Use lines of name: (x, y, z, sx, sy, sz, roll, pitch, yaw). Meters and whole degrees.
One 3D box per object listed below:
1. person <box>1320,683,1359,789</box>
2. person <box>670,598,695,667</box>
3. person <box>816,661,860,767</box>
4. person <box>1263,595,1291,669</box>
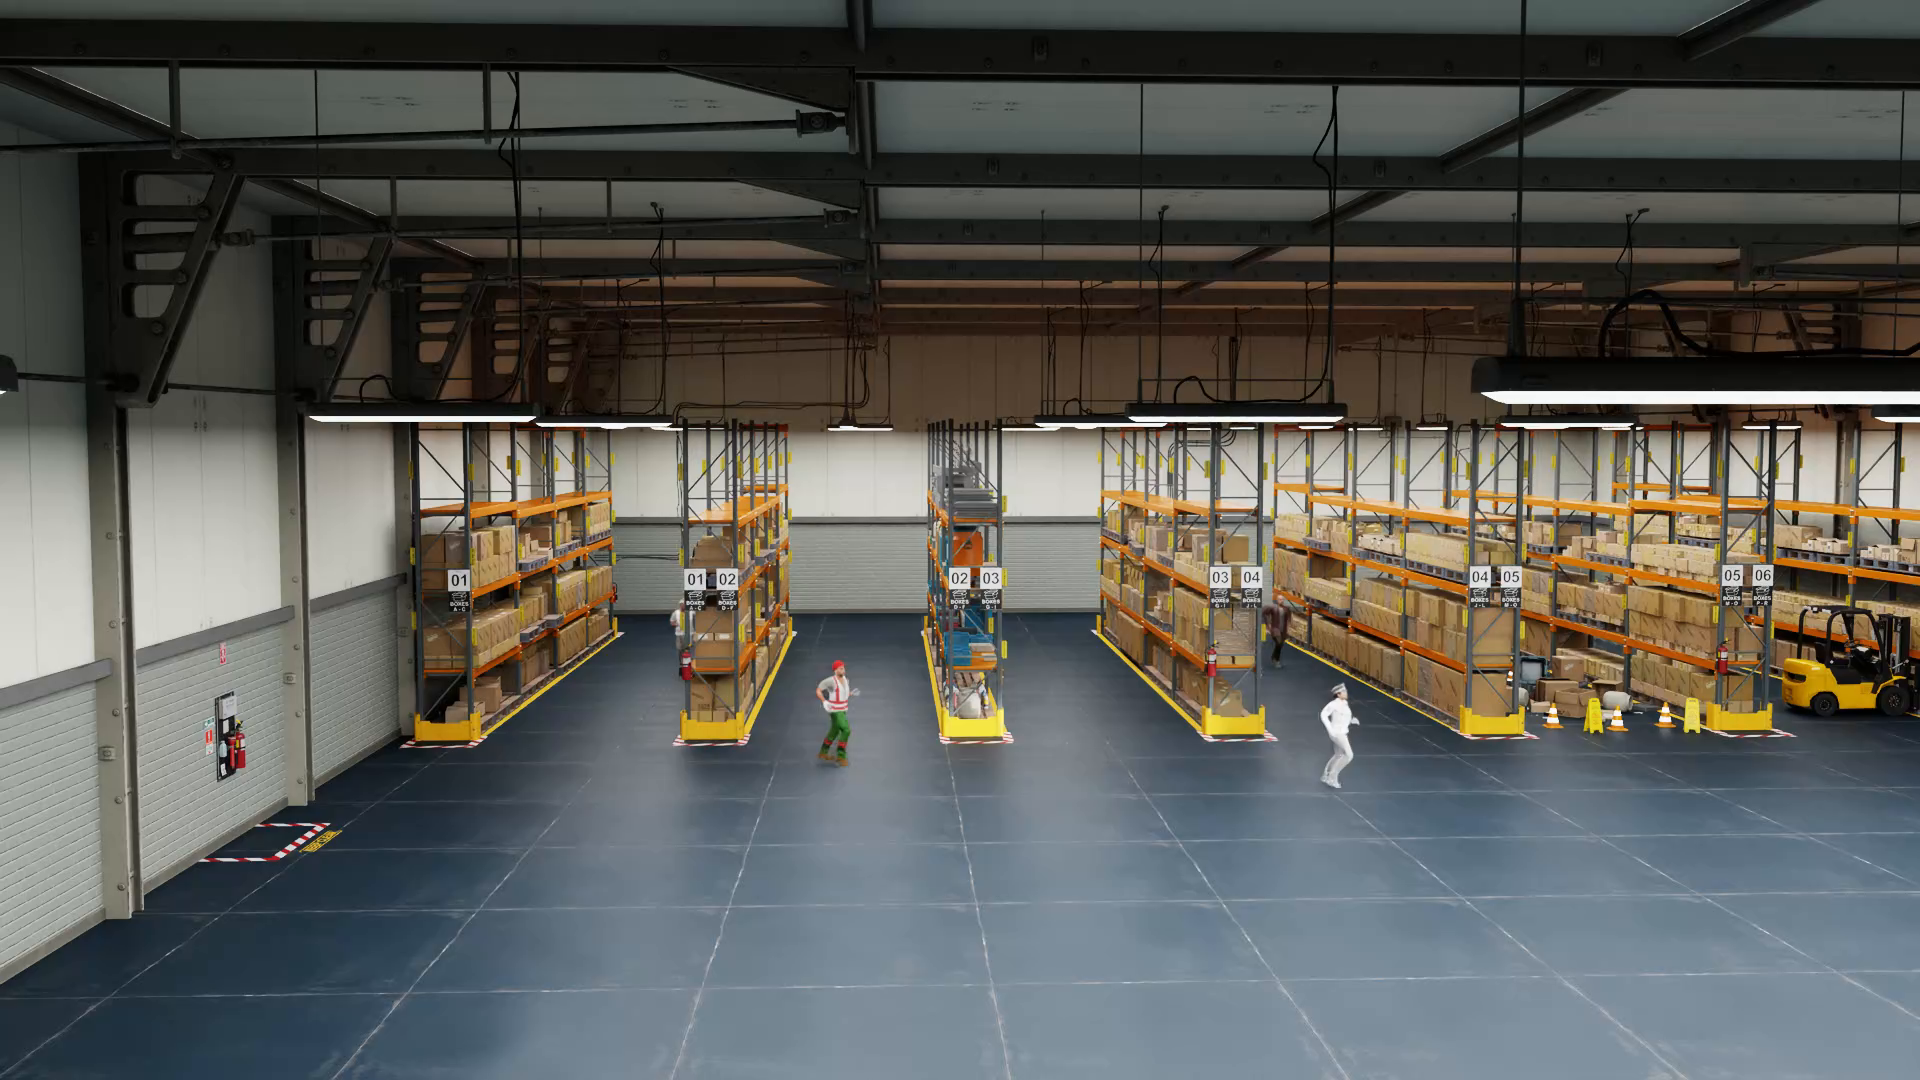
person: (6.139, 3.155, 26.911, 0.606, 1.705, 0.651, 2, 4, 32)
person: (-6.534, 2.287, 39.416, 0.672, 1.814, 0.903, 0, 4, -3)
person: (-2.101, 2.913, 28.771, 0.768, 1.675, 0.616, 2, 4, 27)
person: (7.813, 2.246, 40.758, 0.613, 1.815, 0.909, -1, 4, -17)
